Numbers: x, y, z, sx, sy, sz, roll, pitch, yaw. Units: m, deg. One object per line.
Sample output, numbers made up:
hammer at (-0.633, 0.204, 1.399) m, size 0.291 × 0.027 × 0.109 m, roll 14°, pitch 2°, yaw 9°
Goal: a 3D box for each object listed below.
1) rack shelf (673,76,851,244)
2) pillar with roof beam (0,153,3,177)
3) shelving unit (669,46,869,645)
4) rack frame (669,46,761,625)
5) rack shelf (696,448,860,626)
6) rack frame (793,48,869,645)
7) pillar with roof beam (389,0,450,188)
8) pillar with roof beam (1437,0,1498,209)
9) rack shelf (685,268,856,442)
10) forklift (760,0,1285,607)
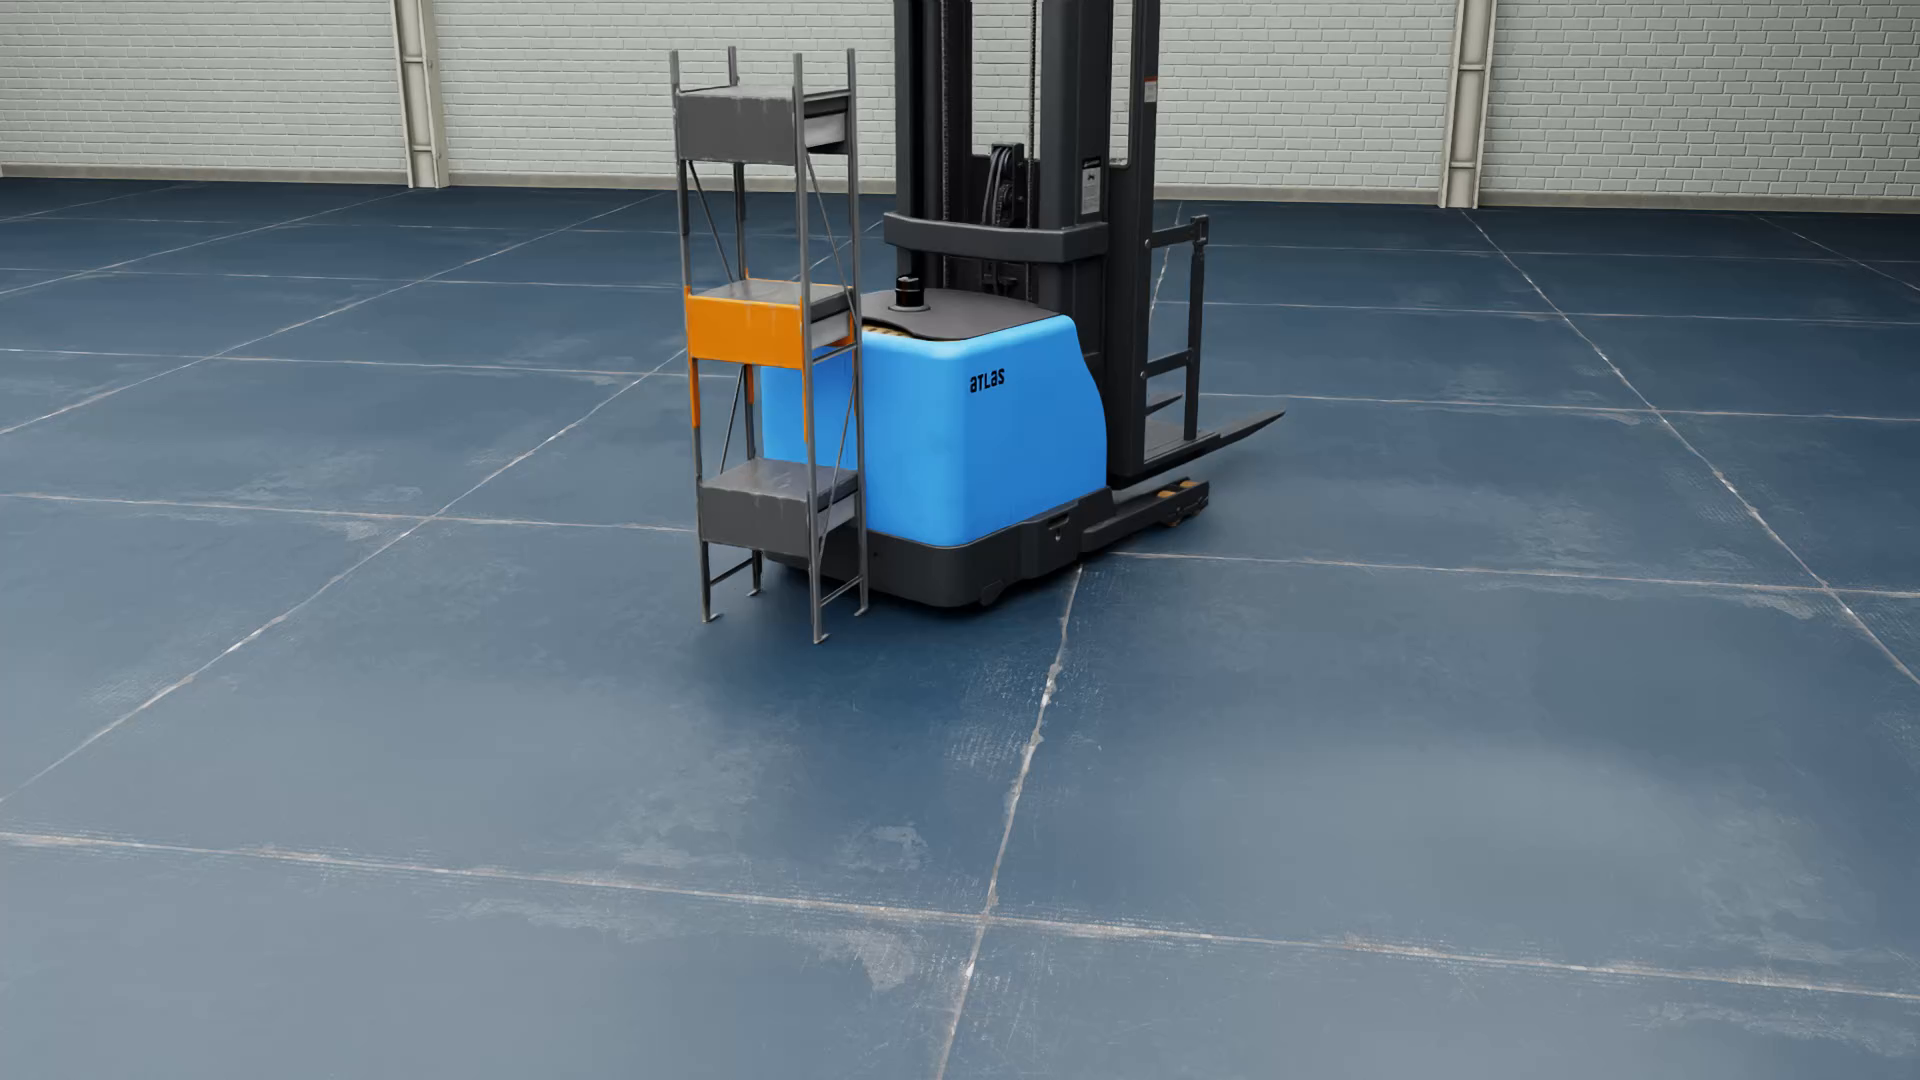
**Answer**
rack shelf at (-0.677, -1.346, 5.845) m, size 0.480 × 0.518 × 0.431 m, roll 9°, pitch 21°, yaw 24°
pillar with roof beam at (-13.000, -7.485, 15.490) m, size 0.400 × 9.000 × 9.100 m, roll 3°, pitch 19°, yaw 9°
shelving unit at (-0.674, -0.697, 6.069) m, size 0.503 × 2.100 × 0.431 m, roll 9°, pitch 21°, yaw 24°
rack frame at (-0.895, -0.730, 6.168) m, size 0.015 × 2.100 × 0.400 m, roll 9°, pitch 21°, yaw 24°
rack shelf at (-0.671, -0.023, 6.303) m, size 0.480 × 0.518 × 0.431 m, roll 9°, pitch 21°, yaw 24°
rack frame at (-0.453, -0.664, 5.971) m, size 0.015 × 2.100 × 0.400 m, roll 9°, pitch 21°, yaw 24°
pillar with roof beam at (-7.076, -7.183, 14.587) m, size 0.400 × 9.000 × 9.100 m, roll 3°, pitch 19°, yaw 9°
pillar with roof beam at (4.773, -6.579, 12.782) m, size 0.400 × 9.000 × 9.100 m, roll 3°, pitch 19°, yaw 9°
rack shelf at (-0.674, -0.684, 6.074) m, size 0.480 × 0.518 × 0.431 m, roll 9°, pitch 21°, yaw 24°
forklift at (0.489, -1.533, 7.264) m, size 1.130 × 2.935 × 3.031 m, roll 14°, pitch 23°, yaw 36°
